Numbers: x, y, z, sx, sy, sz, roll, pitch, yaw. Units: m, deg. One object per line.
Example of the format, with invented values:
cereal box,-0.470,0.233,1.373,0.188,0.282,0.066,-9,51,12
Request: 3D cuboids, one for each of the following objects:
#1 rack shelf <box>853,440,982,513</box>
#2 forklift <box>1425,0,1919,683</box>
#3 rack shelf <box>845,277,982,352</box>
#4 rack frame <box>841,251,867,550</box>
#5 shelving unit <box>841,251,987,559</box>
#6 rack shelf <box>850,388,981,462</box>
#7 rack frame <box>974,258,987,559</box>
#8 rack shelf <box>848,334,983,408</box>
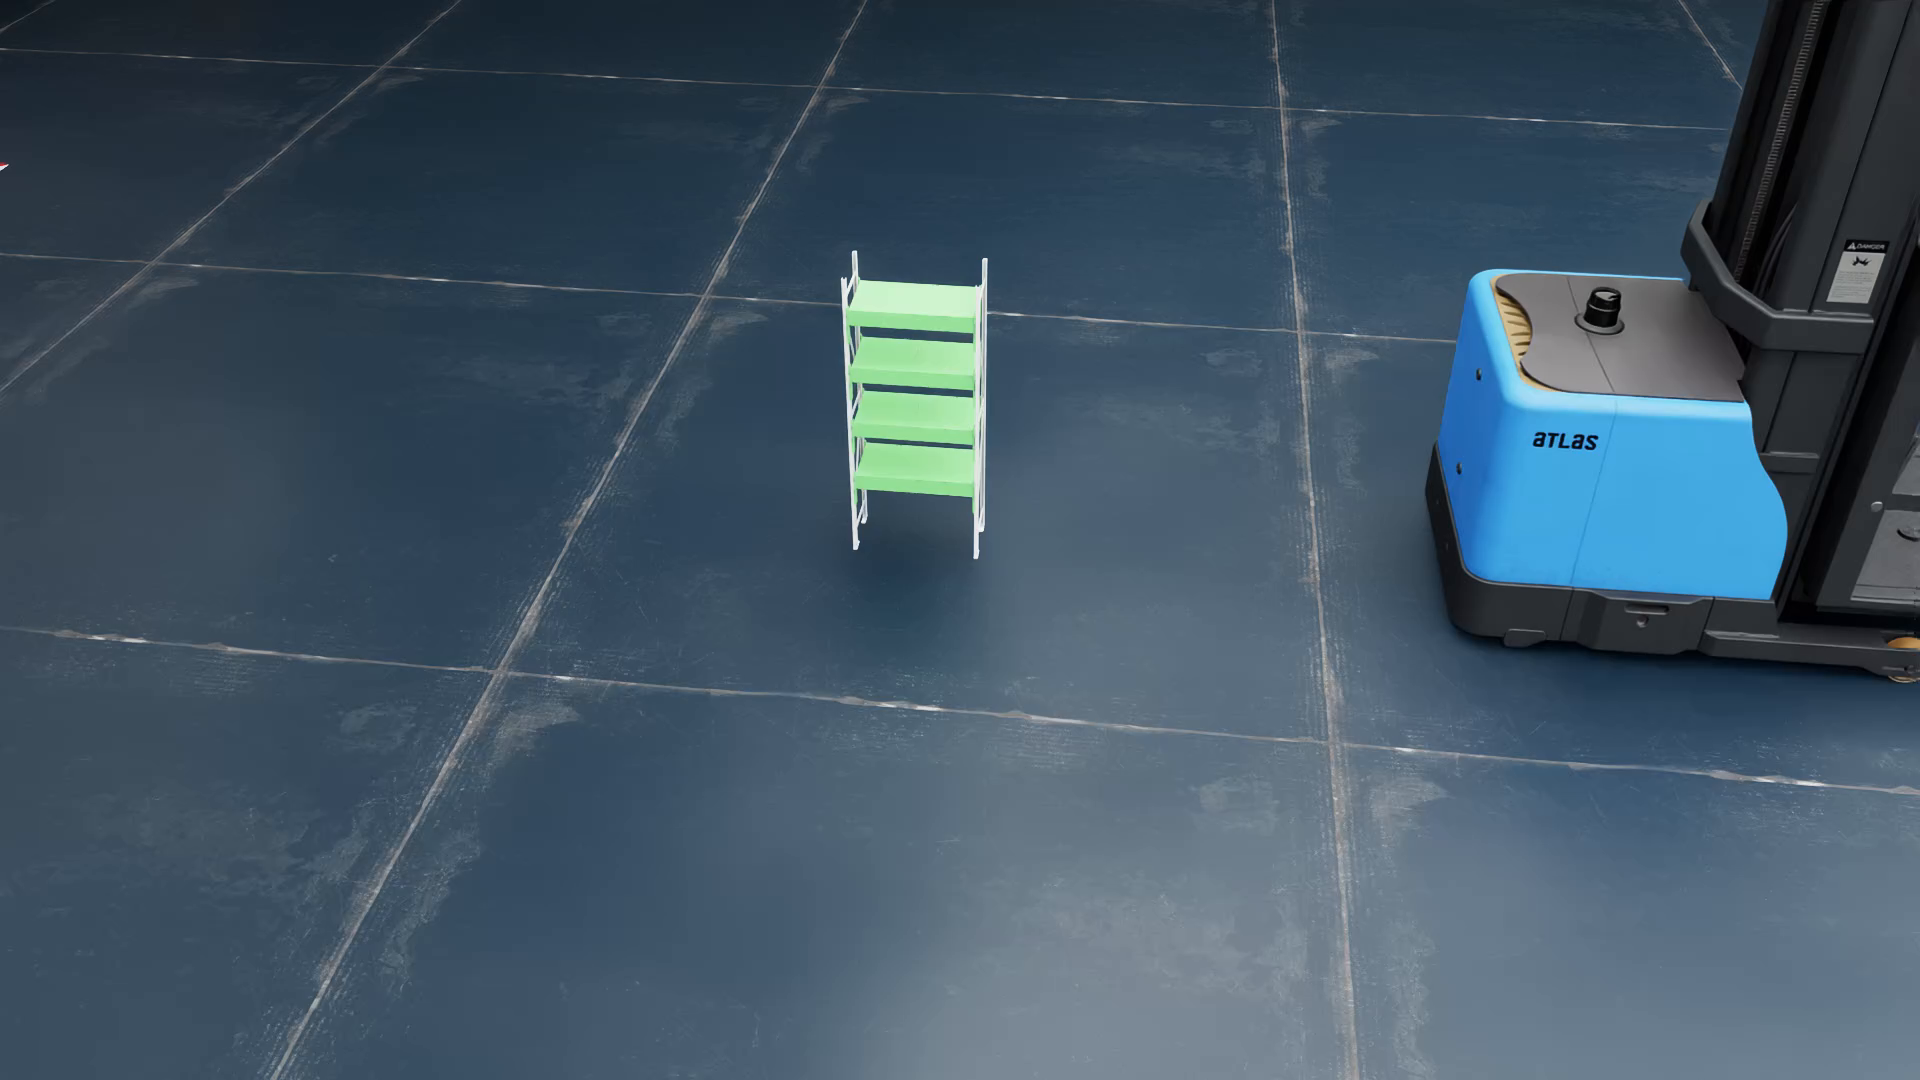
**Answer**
rack shelf,-0.164,-0.253,6.595,0.480,0.148,0.258,4,36,6
forklift,3.388,-0.991,5.616,3.031,2.935,1.130,4,36,5
rack shelf,-0.164,-0.839,6.177,0.480,0.148,0.258,4,36,6
rack frame,-0.406,-0.519,6.444,0.015,1.200,0.240,4,36,6
shelving unit,-0.164,-0.501,6.419,0.503,1.200,0.258,4,36,6
rack shelf,-0.164,-0.449,6.456,0.480,0.148,0.258,4,36,6
rack frame,0.078,-0.483,6.393,0.015,1.200,0.240,4,36,6
rack shelf,-0.164,-0.644,6.316,0.480,0.148,0.258,4,36,6
